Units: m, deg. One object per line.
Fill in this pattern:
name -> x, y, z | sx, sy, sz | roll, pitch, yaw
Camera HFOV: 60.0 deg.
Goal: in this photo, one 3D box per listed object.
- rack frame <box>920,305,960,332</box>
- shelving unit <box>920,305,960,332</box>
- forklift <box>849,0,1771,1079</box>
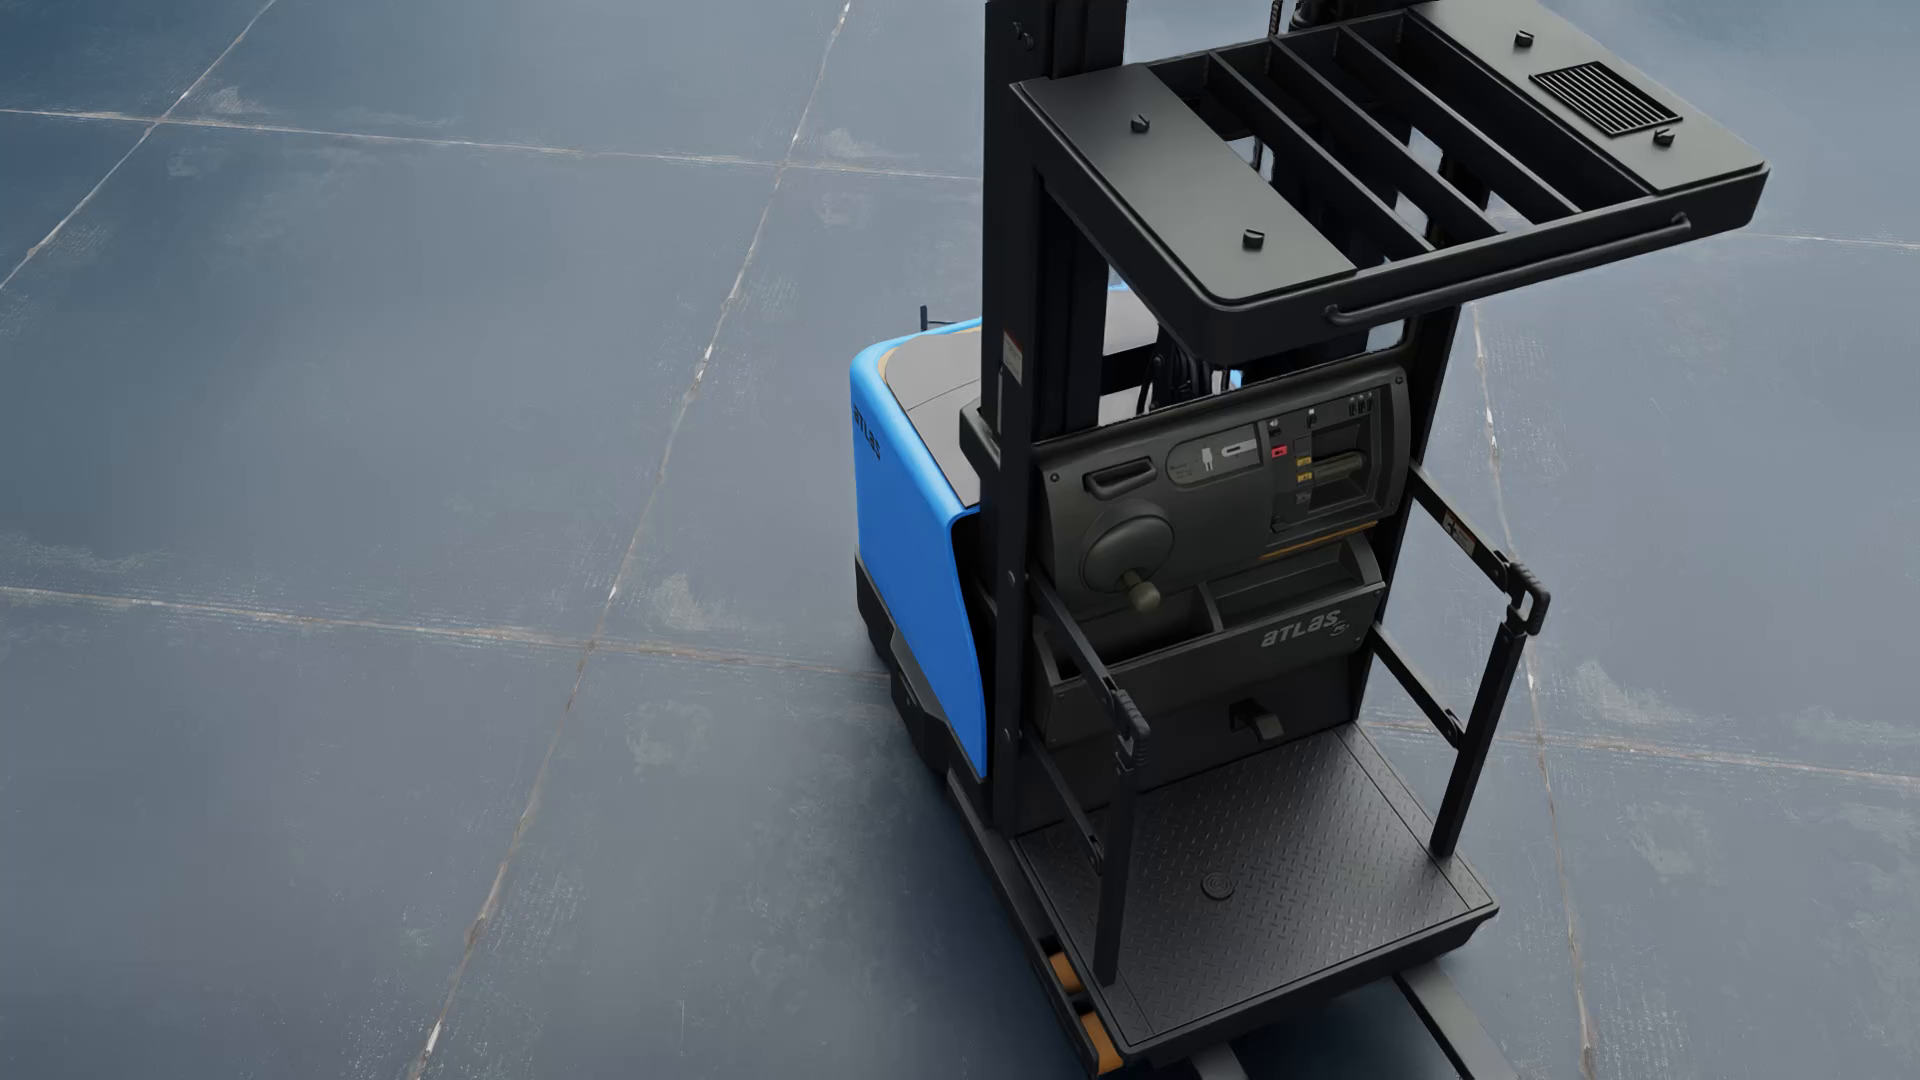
rack frame -> -0.005, -0.403, 5.521 | 0.240, 0.900, 0.006 | 3, 44, 3
shelving unit -> -0.012, -0.333, 5.447 | 0.258, 0.900, 0.210 | 3, 44, 3
forklift -> 0.705, -0.028, 3.647 | 1.130, 2.935, 3.031 | -16, 46, -16
